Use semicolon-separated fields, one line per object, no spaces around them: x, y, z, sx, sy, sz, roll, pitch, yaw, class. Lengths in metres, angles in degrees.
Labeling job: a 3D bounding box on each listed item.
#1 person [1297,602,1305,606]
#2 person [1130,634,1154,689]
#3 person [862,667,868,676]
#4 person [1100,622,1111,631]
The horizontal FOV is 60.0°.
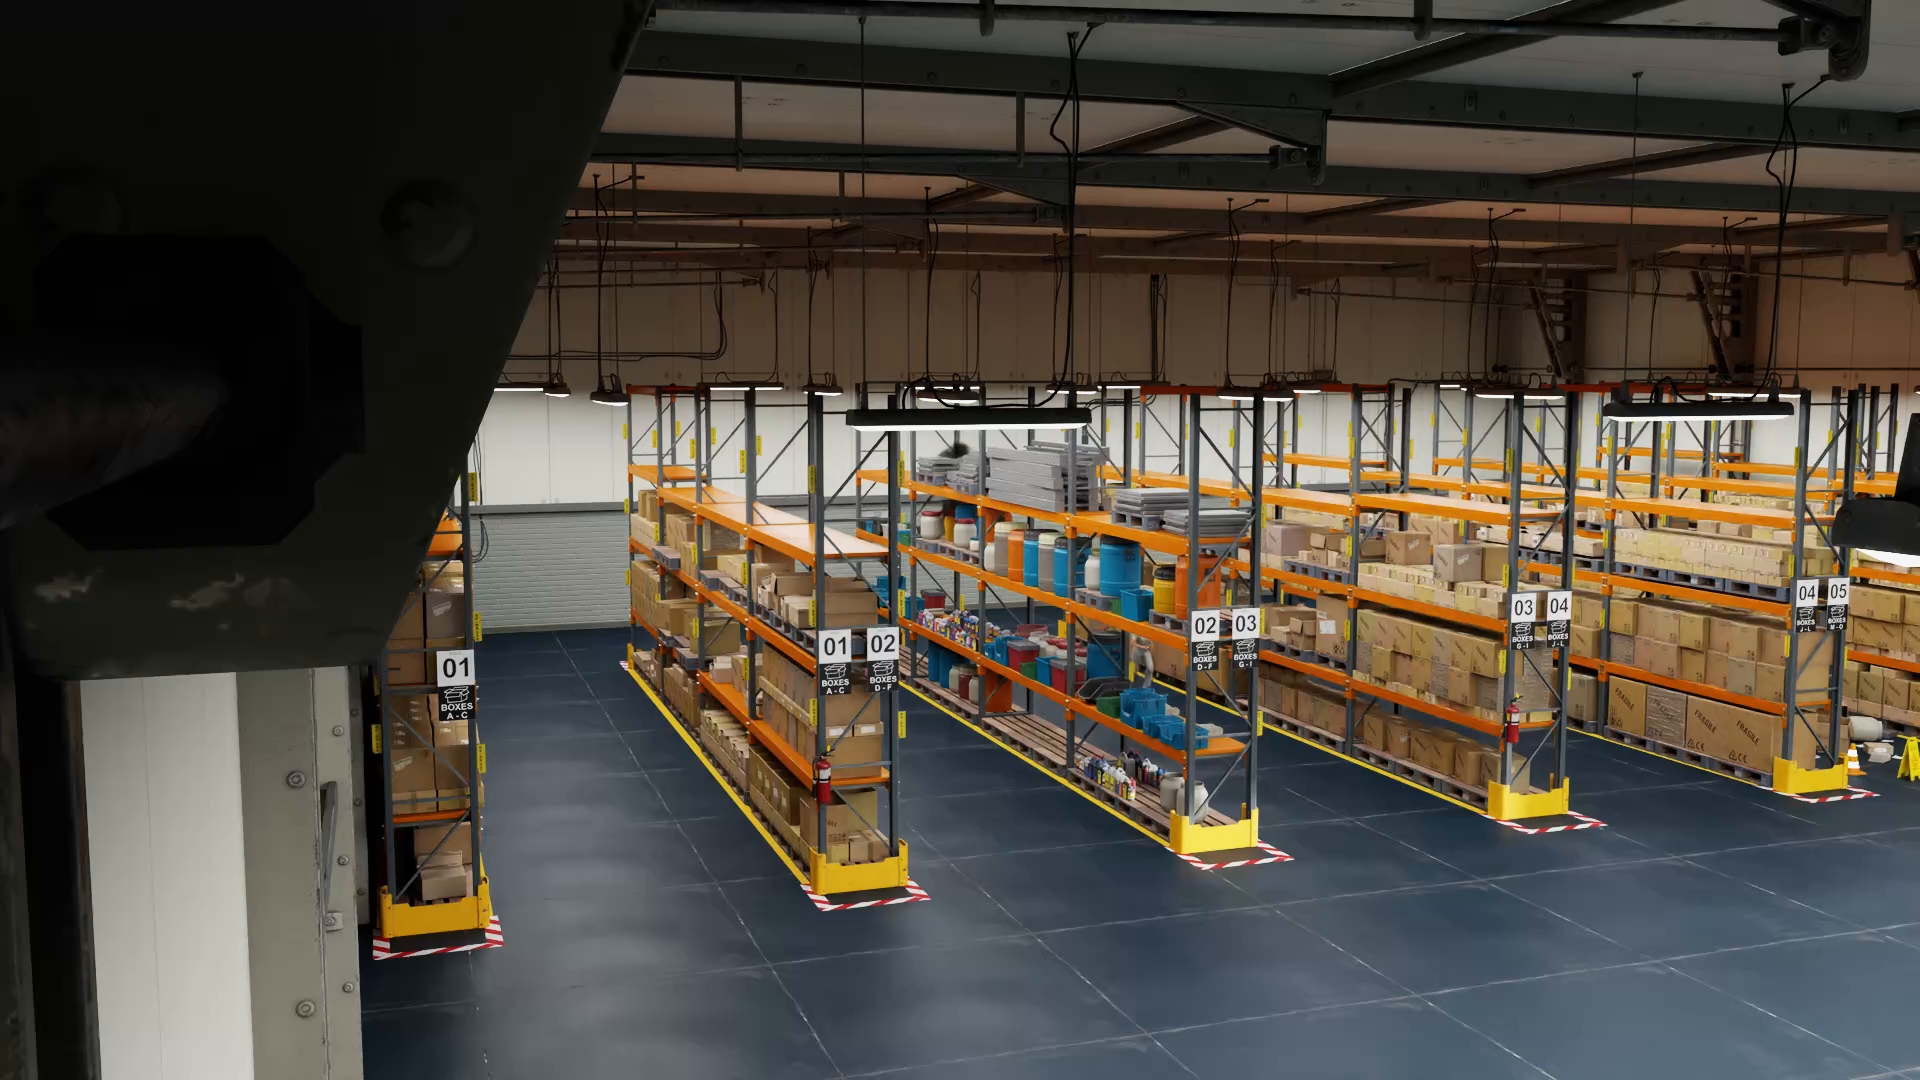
6.868;2.048;33.849;0.635;1.611;0.755;-1;6;-11;person
3.488;2.245;32.230;0.610;1.626;0.954;-3;6;-24;person
-1.591;2.465;30.235;0.571;1.519;0.804;-6;8;-43;person
2.756;2.289;30.996;0.640;1.740;0.703;4;7;33;person
